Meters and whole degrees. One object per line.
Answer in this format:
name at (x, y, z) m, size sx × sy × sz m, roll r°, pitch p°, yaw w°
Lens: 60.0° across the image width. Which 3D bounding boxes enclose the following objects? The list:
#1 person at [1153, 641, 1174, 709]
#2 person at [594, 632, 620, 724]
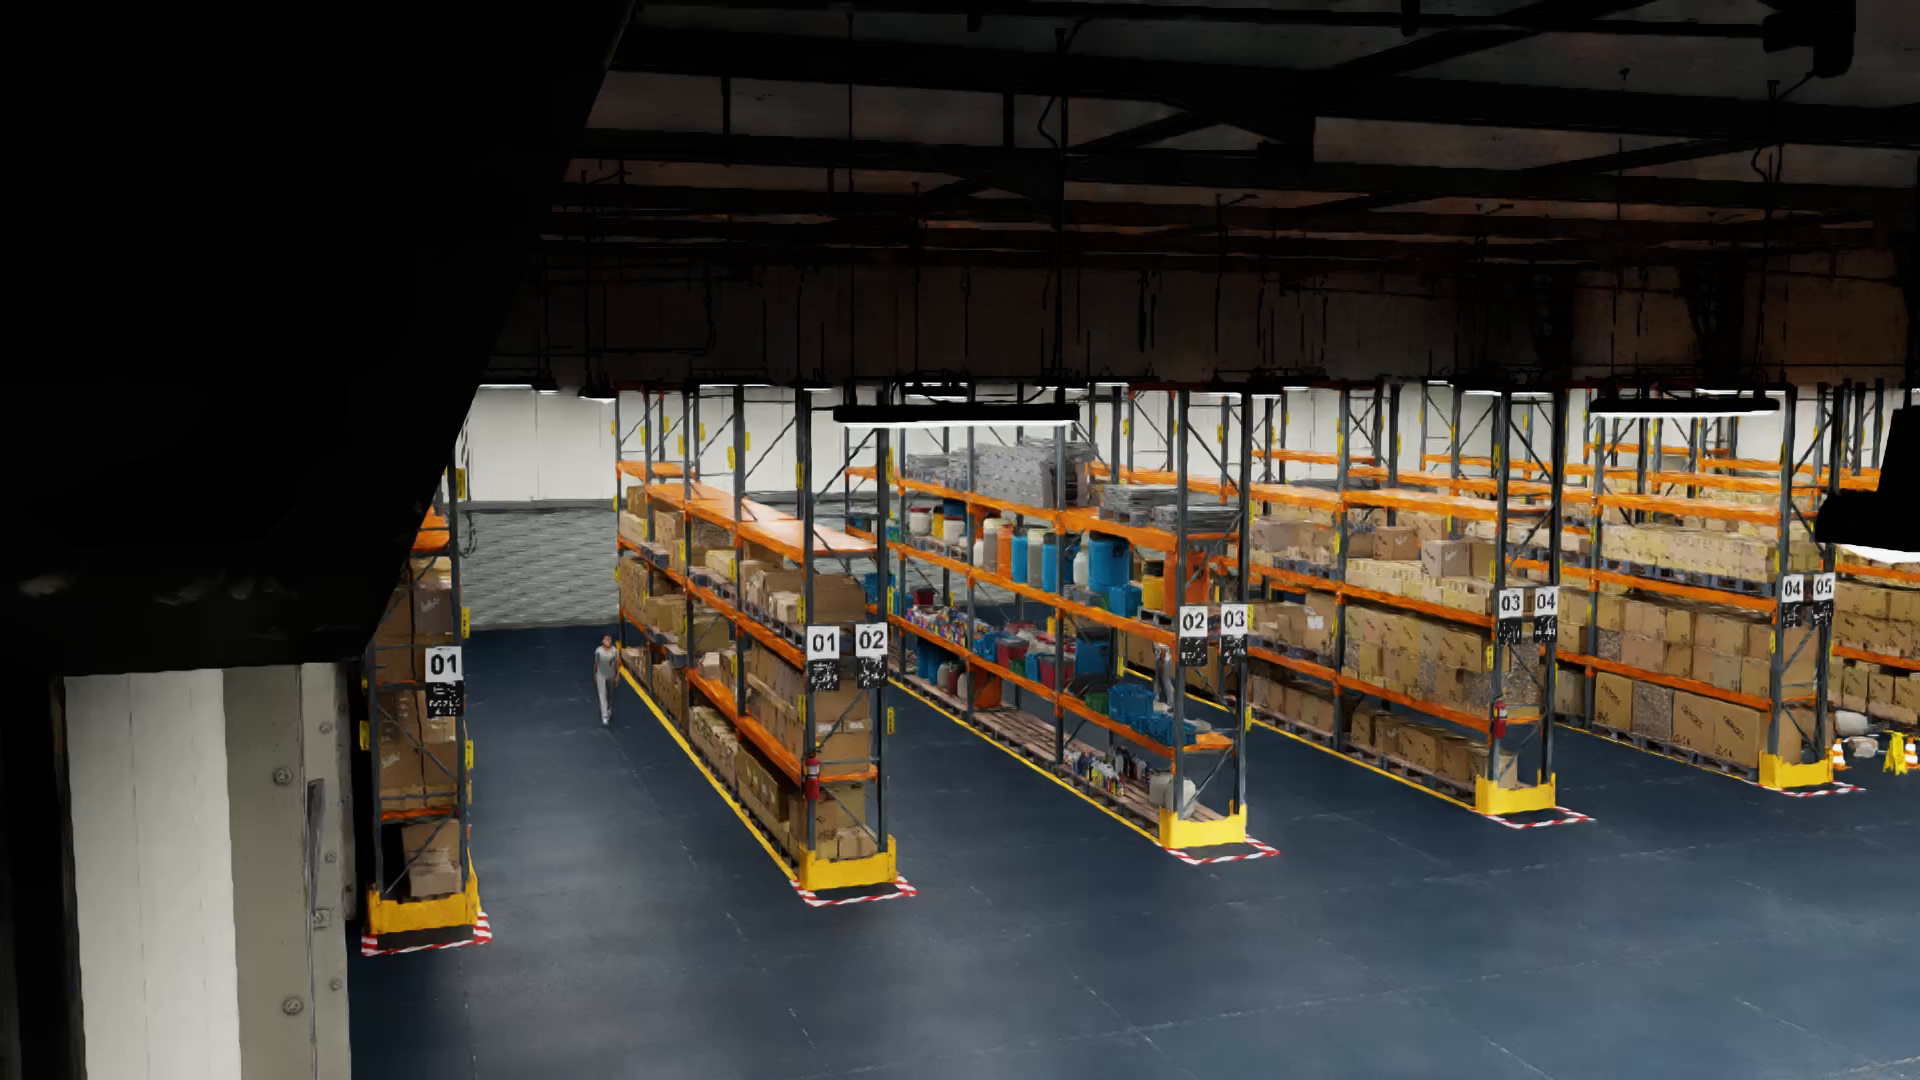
person at (3.684, 2.240, 30.767) m, size 0.595 × 1.667 × 0.658 m, roll 1°, pitch 6°, yaw 6°
person at (-6.241, 2.411, 29.478) m, size 0.445 × 1.589 × 1.110 m, roll -2°, pitch 6°, yaw -21°
